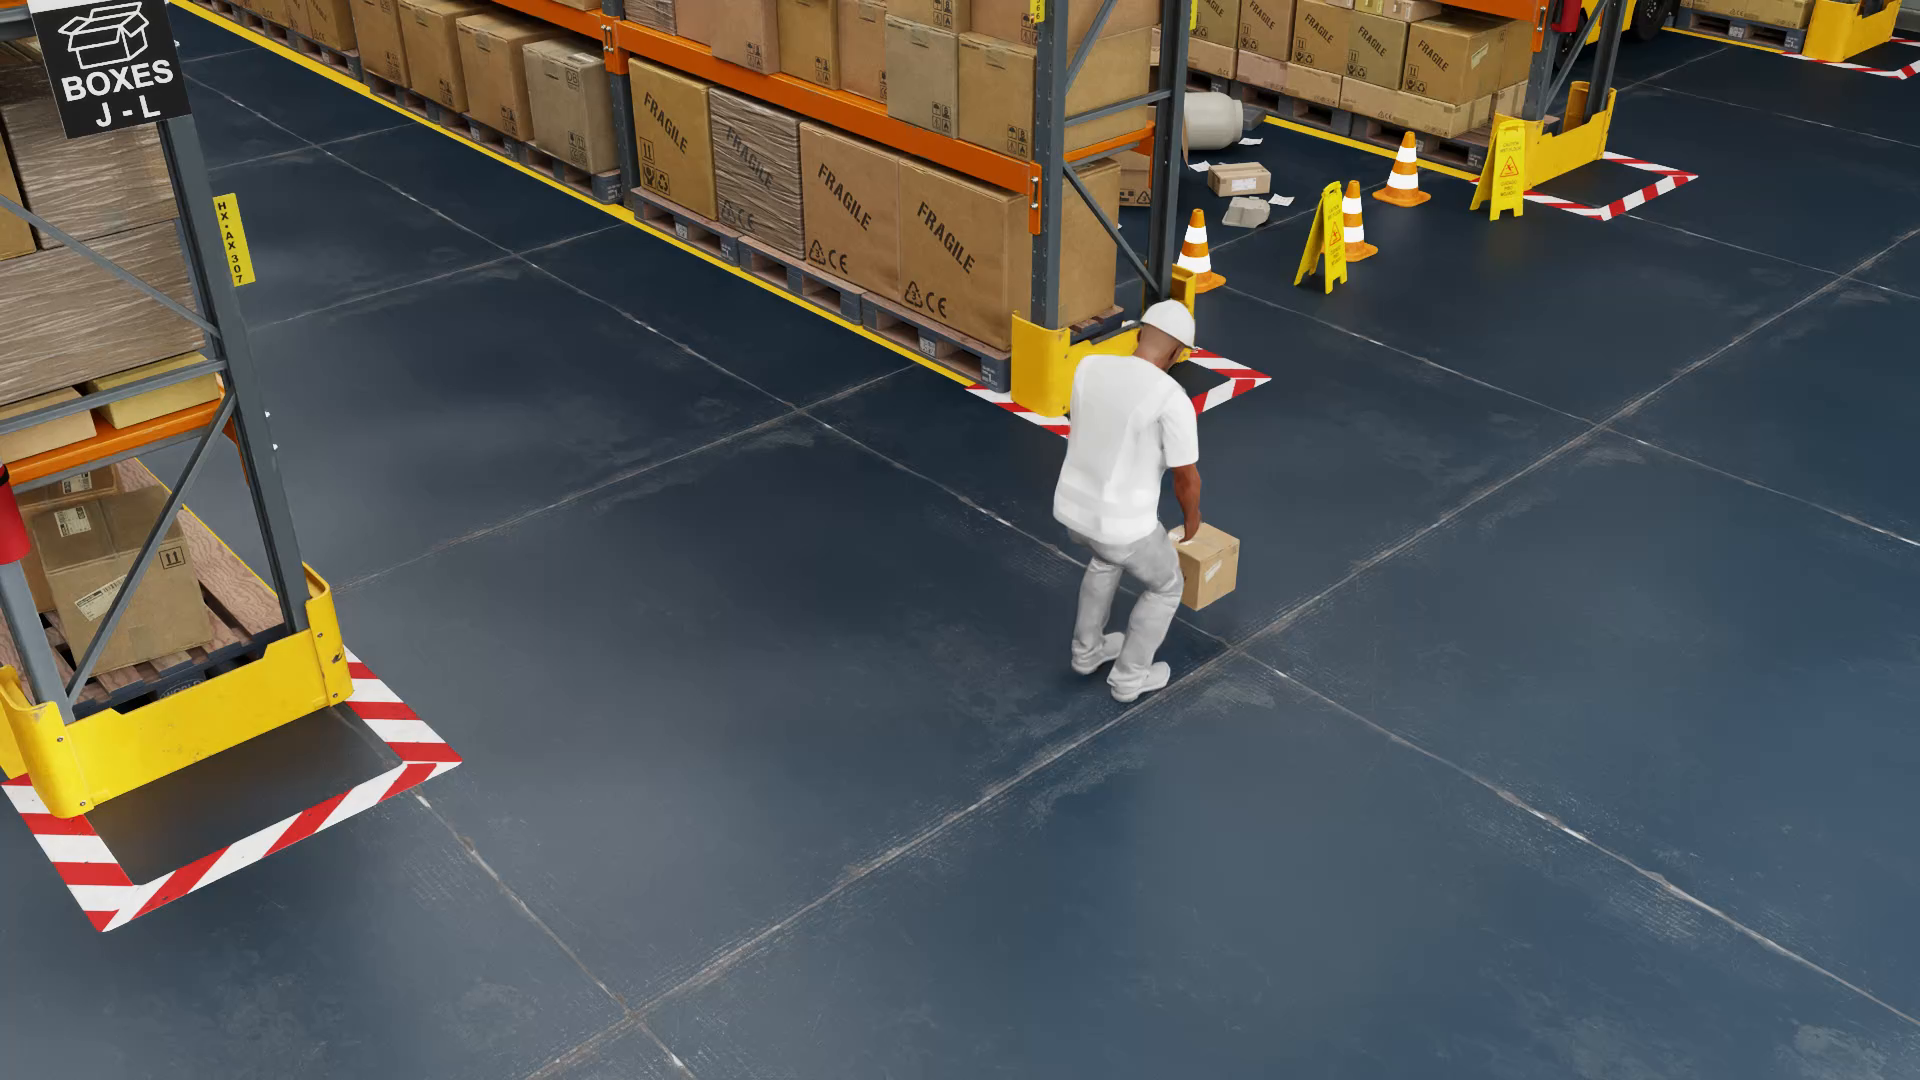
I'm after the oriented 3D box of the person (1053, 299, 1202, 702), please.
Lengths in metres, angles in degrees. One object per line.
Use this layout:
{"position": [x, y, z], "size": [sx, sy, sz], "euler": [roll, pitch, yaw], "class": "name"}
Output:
{"position": [0.650, -0.151, 6.528], "size": [0.622, 1.591, 0.620], "euler": [-25, 40, -35], "class": "person"}
